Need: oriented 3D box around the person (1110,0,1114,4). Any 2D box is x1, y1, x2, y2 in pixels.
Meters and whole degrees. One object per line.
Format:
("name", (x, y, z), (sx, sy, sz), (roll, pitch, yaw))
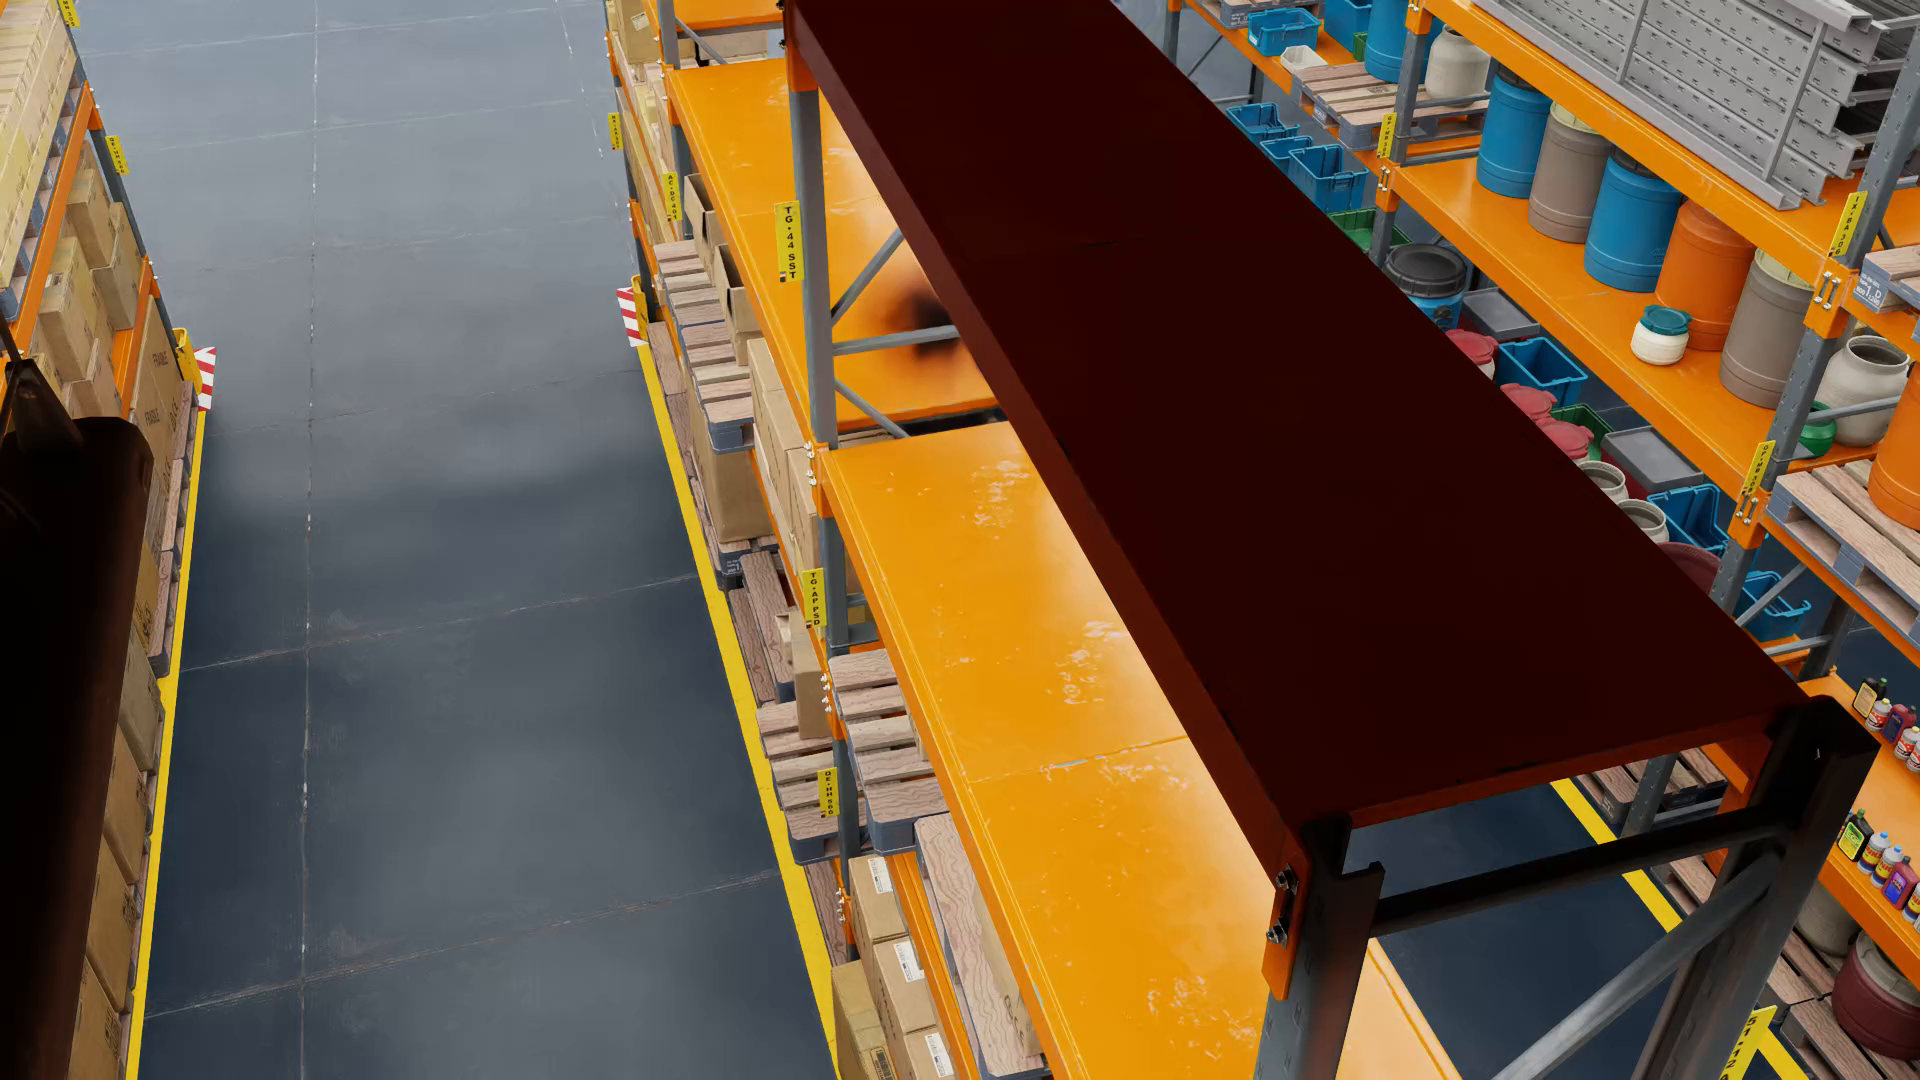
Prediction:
("person", (1.580, -5.648, 18.677), (0.720, 1.612, 0.615), (2, 38, 3))
